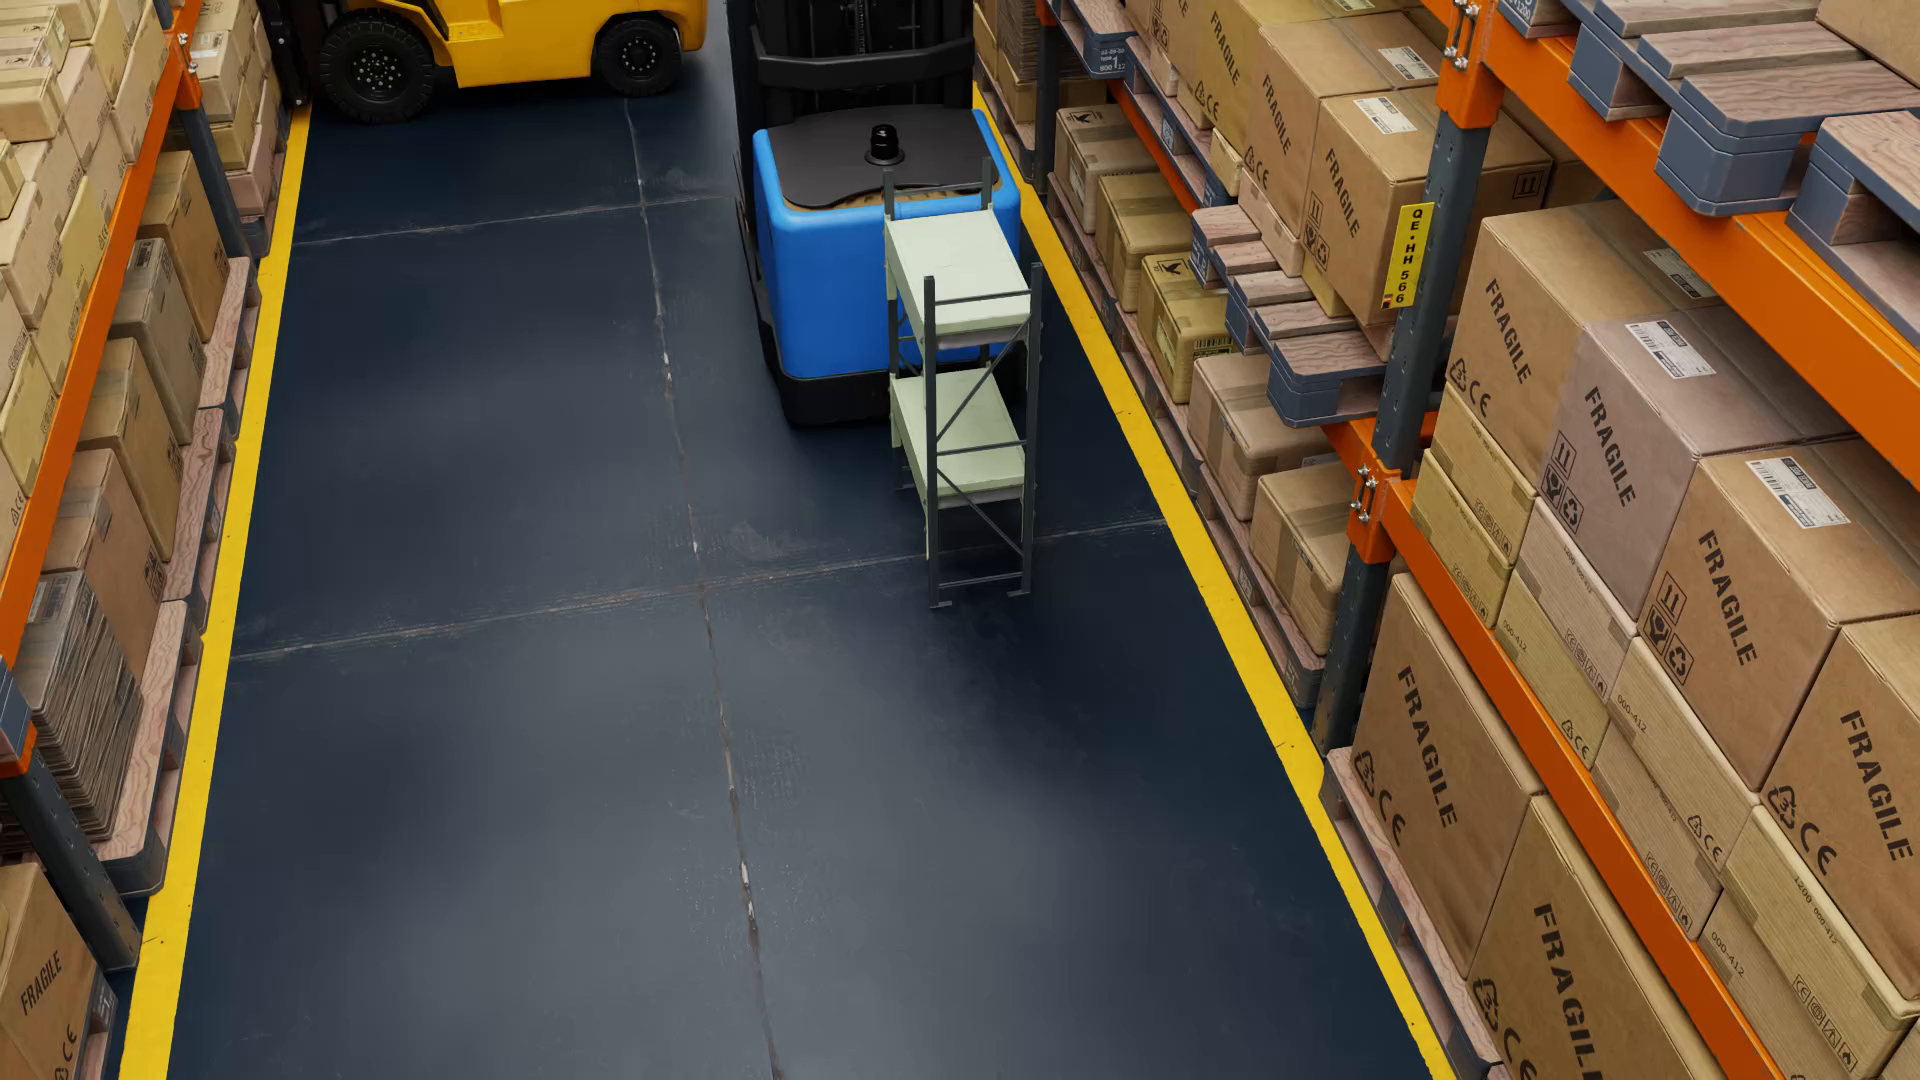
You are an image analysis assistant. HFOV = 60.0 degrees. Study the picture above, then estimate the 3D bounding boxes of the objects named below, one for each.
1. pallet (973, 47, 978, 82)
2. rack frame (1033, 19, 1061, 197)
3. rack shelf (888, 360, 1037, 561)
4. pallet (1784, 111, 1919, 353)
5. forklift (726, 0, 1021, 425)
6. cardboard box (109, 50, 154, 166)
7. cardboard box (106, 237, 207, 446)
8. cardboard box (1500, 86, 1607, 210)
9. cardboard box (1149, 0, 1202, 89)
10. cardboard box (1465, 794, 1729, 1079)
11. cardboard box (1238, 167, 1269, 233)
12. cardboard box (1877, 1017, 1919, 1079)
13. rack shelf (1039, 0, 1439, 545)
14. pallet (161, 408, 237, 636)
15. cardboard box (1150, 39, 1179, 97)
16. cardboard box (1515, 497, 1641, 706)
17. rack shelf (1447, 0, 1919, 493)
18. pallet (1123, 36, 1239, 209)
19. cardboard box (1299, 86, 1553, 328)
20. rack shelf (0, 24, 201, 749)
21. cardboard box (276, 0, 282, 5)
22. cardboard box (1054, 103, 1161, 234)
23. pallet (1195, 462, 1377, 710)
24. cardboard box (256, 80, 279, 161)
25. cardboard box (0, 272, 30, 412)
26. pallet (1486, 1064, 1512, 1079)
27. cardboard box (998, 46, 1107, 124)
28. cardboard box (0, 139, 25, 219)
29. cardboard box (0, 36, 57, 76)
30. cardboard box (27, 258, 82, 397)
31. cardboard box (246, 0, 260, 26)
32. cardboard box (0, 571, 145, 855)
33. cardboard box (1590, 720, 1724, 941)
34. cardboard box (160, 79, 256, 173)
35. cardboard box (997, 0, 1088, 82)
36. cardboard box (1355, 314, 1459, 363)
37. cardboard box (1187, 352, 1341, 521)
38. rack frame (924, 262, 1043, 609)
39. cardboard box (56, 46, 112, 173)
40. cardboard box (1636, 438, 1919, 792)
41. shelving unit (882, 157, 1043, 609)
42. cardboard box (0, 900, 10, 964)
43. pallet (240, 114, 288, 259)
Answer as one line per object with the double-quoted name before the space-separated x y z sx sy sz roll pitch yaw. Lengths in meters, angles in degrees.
"pallet" 0.445 -3.228 10.228 1.003 0.211 1.213 -8 42 -9
"rack frame" 0.892 -3.048 7.924 1.000 3.000 0.127 -8 42 -9
"rack shelf" -0.001 -0.321 6.473 0.431 0.370 0.720 -8 42 -9
"pallet" 2.190 -0.372 2.793 1.003 0.211 1.213 -7 42 -7
"forklift" -0.532 -2.581 7.449 1.130 2.935 3.031 -8 42 -9
"cardboard box" -3.476 -1.664 6.478 0.500 0.250 0.500 -9 42 -10
"cardboard box" -3.671 -0.763 6.822 0.875 0.625 0.625 -9 42 -10
"cardboard box" 1.884 -1.086 5.098 0.500 0.500 0.500 -9 42 -10
"cardboard box" 1.036 -2.030 6.162 0.500 0.500 0.500 -10 43 -11
"cardboard box" 2.012 1.221 4.400 0.875 0.875 0.875 -8 42 -9
"cardboard box" 1.181 -1.182 5.695 0.380 0.149 0.250 -10 43 -11
"cardboard box" 2.053 1.098 2.990 0.500 0.250 0.500 -7 42 -8
"rack shelf" 1.323 -1.483 6.703 1.077 0.370 4.000 -8 42 -9
"pallet" -3.490 -0.027 6.622 1.003 0.211 1.213 -8 42 -9
"cardboard box" 0.957 -1.859 6.458 0.380 0.149 0.250 -7 42 -8
"cardboard box" 1.734 0.113 4.100 0.500 0.250 0.500 -7 42 -8
"rack shelf" 2.187 -0.012 2.786 1.077 0.370 4.000 -8 42 -9
"pallet" 1.288 -1.661 6.506 1.003 0.211 1.213 -8 42 -9
"cardboard box" 1.386 -1.016 5.019 0.500 0.500 0.500 -9 42 -11
"rack shelf" -3.522 -0.769 5.899 1.077 0.370 4.000 -8 42 -9
"cardboard box" -4.073 -2.989 9.236 0.500 0.250 0.500 -8 42 -9
"cardboard box" 1.007 -1.883 8.275 0.950 0.372 0.625 -8 42 -9
"pallet" 1.588 0.081 6.500 1.003 0.211 1.213 -8 42 -9
"cardboard box" -3.860 -2.151 8.669 0.500 0.250 0.500 -9 42 -10
"cardboard box" -3.055 -0.520 4.813 0.500 0.250 0.500 -7 42 -8
"pallet" 2.112 1.899 4.452 1.003 0.211 1.213 -8 42 -9
"cardboard box" 0.502 -2.522 9.086 0.500 0.250 0.500 -7 42 -7
"cardboard box" -3.161 -1.106 5.172 0.380 0.149 0.250 -8 42 -8
"cardboard box" -3.359 -1.601 5.730 0.380 0.149 0.250 -8 42 -9
"cardboard box" -3.170 -0.668 5.356 0.500 0.250 0.500 -10 42 -11
"cardboard box" -3.971 -2.850 8.702 0.500 0.250 0.500 -7 42 -8
"cardboard box" -3.212 0.583 5.306 0.875 0.625 0.625 -7 42 -8
"cardboard box" 1.851 0.625 3.899 0.500 0.250 0.500 -7 42 -8
"cardboard box" -3.757 -2.008 8.131 0.500 0.250 0.500 -9 42 -9
"cardboard box" 0.502 -2.802 8.838 0.500 0.500 0.500 -9 42 -10
"cardboard box" 1.455 -0.697 5.149 0.380 0.149 0.250 -7 42 -8
"cardboard box" 1.476 -0.475 6.688 0.950 0.372 0.625 -9 42 -10
"rack frame" 0.078 -0.328 5.990 0.400 1.500 0.023 -8 42 -9
"cardboard box" -3.376 -1.519 5.938 0.500 0.250 0.500 -8 42 -8
"cardboard box" 1.836 0.146 3.498 0.500 0.500 0.500 -7 42 -8
"shelving unit" -0.001 -0.565 6.257 0.431 1.500 0.755 -8 42 -9
"cardboard box" -2.737 1.077 4.355 0.380 0.149 0.250 -10 43 -11
"pallet" -4.085 -1.813 8.634 1.003 0.211 1.213 -8 42 -9
